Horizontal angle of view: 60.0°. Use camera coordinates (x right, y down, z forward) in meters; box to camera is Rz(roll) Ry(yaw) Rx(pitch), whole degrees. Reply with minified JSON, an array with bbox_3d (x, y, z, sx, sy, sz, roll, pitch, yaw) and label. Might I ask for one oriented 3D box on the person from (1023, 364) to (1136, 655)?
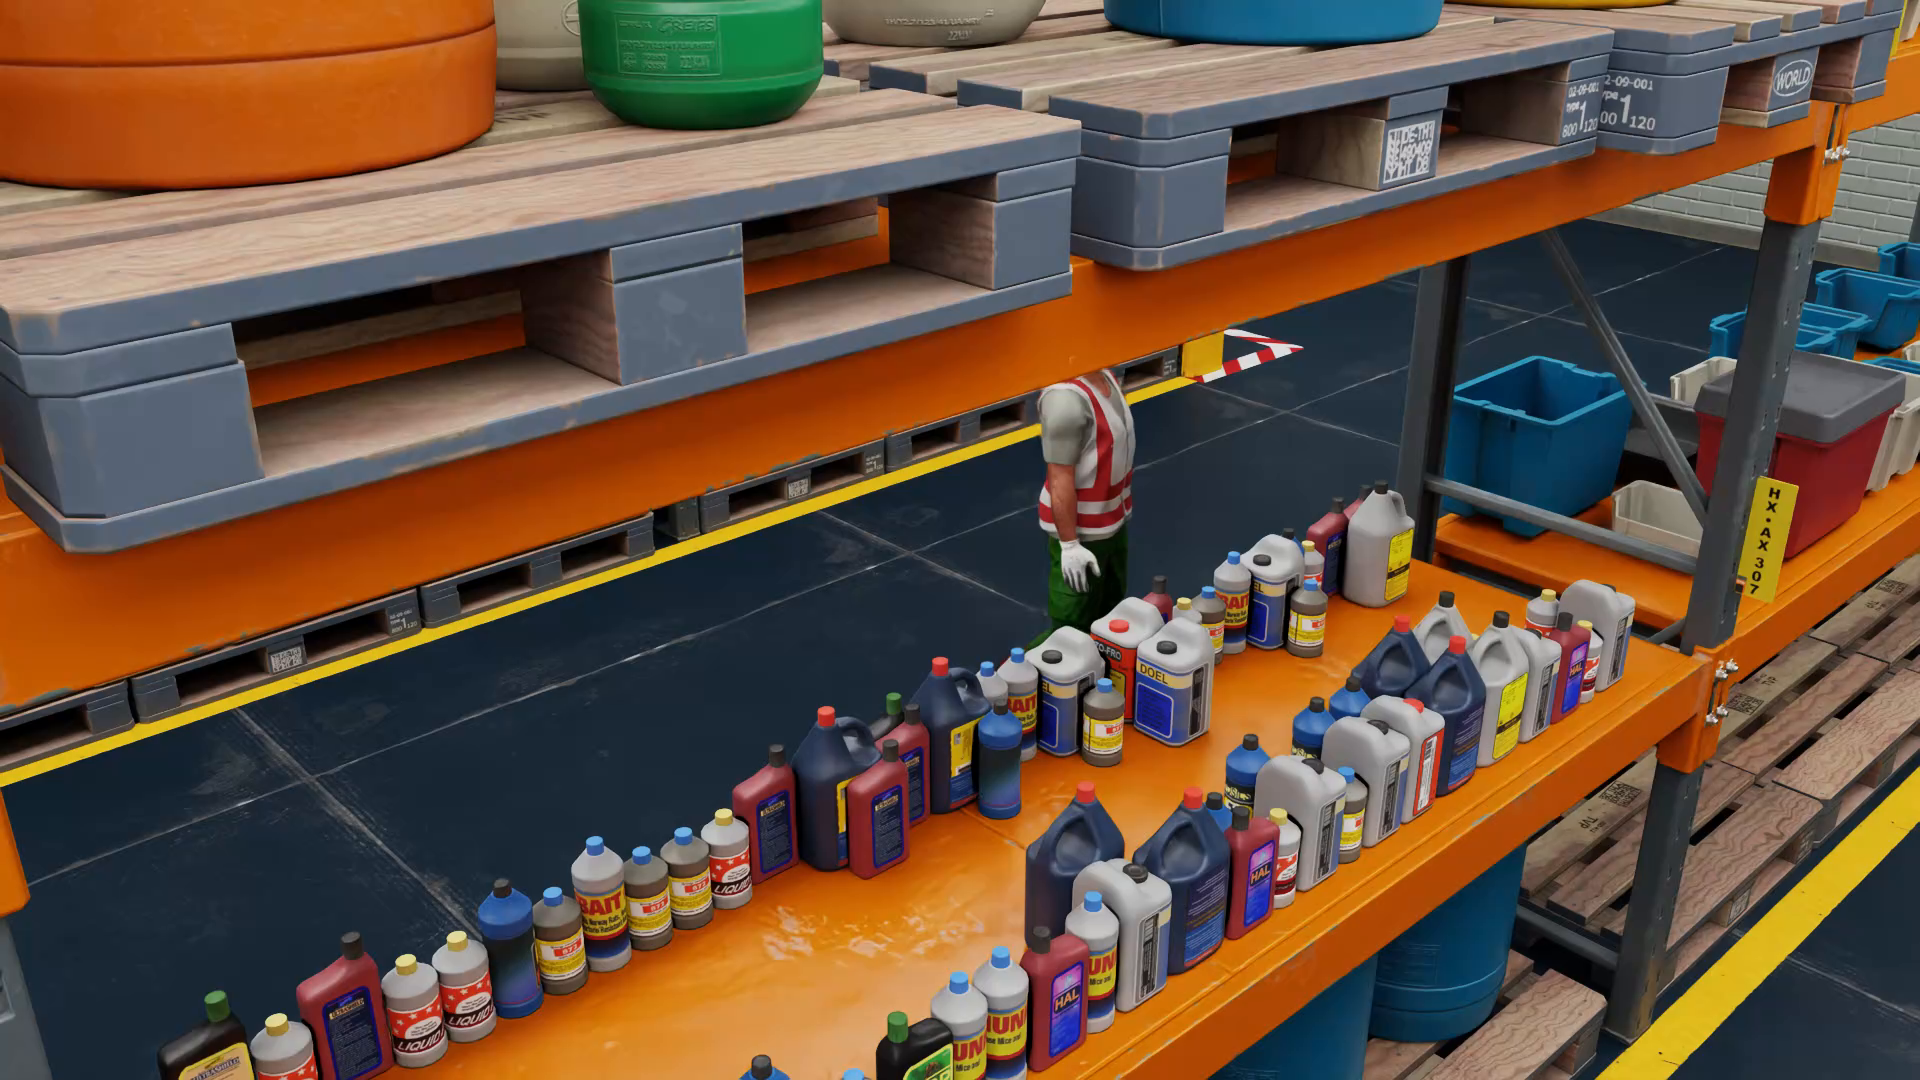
[{"bbox_3d":[0.444,-0.051,6.166,0.621,1.796,0.558,10,26,22],"label":"person"}]
